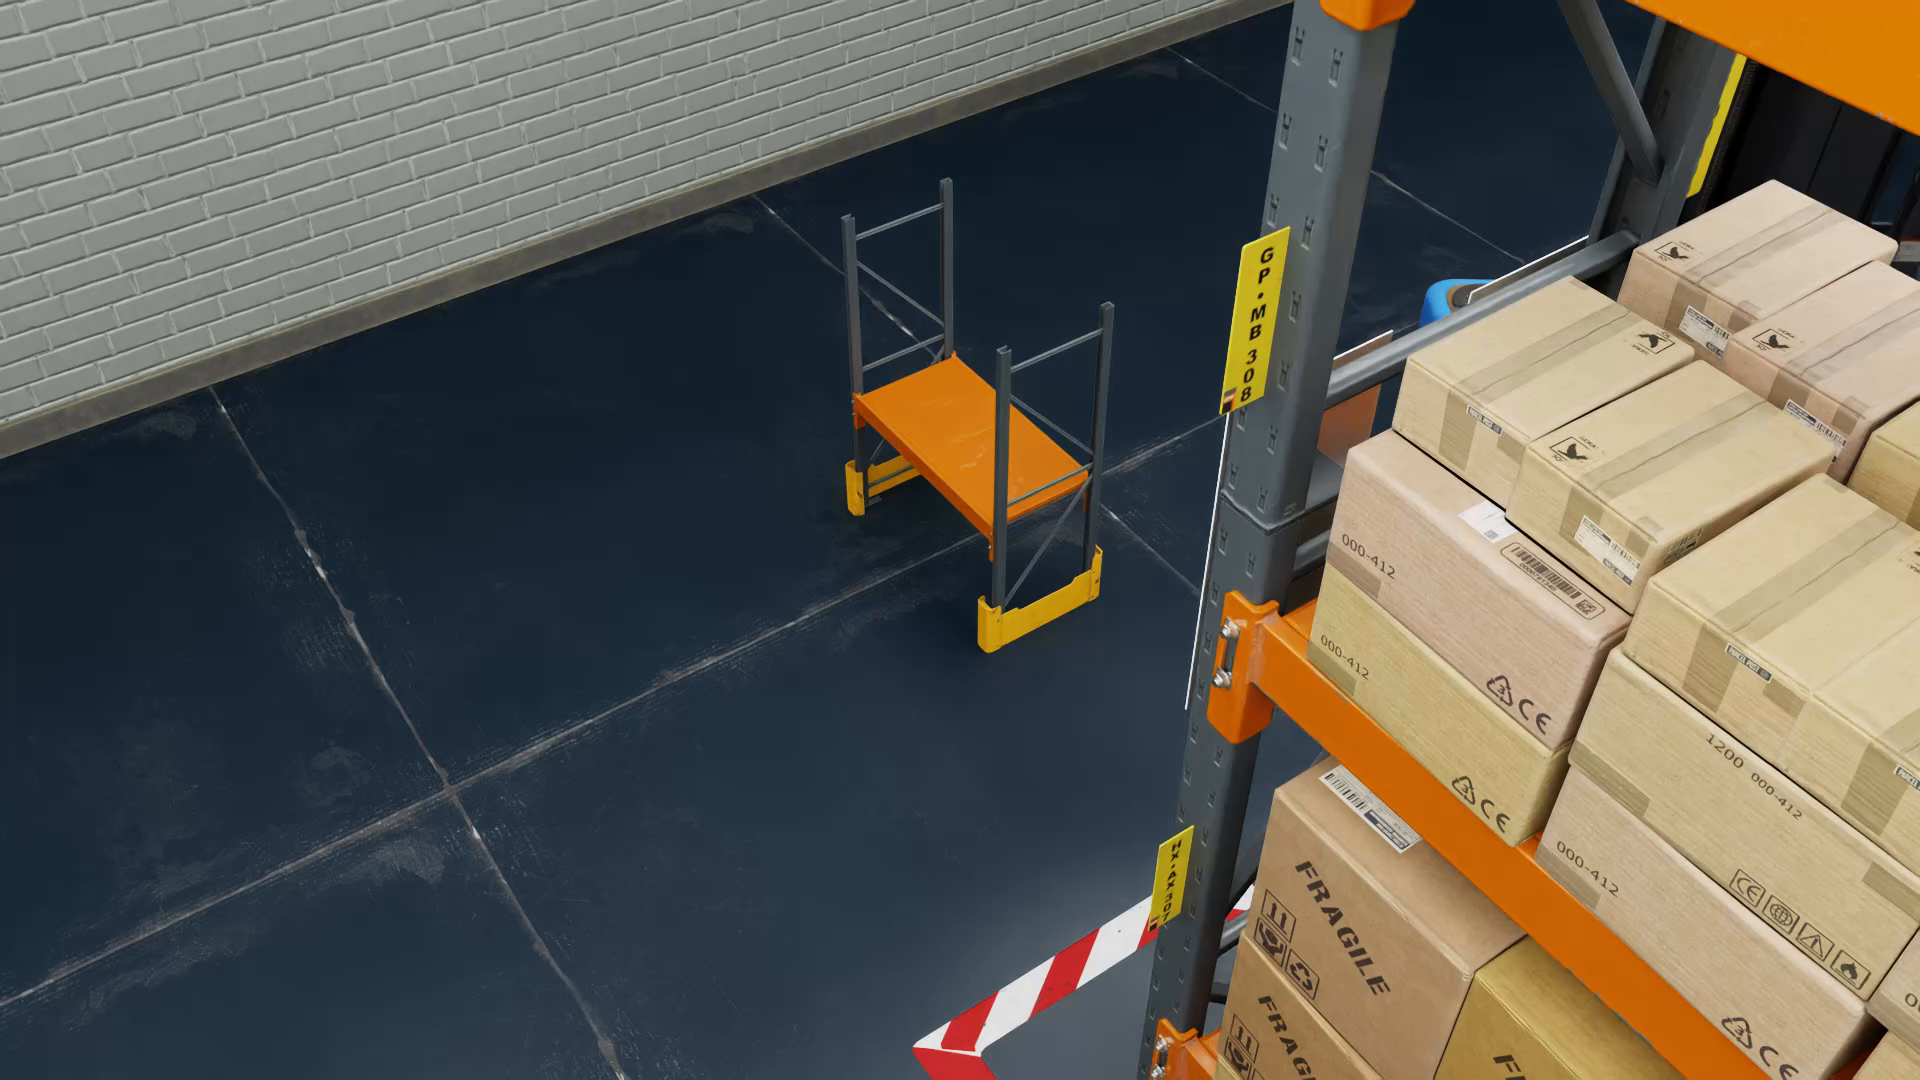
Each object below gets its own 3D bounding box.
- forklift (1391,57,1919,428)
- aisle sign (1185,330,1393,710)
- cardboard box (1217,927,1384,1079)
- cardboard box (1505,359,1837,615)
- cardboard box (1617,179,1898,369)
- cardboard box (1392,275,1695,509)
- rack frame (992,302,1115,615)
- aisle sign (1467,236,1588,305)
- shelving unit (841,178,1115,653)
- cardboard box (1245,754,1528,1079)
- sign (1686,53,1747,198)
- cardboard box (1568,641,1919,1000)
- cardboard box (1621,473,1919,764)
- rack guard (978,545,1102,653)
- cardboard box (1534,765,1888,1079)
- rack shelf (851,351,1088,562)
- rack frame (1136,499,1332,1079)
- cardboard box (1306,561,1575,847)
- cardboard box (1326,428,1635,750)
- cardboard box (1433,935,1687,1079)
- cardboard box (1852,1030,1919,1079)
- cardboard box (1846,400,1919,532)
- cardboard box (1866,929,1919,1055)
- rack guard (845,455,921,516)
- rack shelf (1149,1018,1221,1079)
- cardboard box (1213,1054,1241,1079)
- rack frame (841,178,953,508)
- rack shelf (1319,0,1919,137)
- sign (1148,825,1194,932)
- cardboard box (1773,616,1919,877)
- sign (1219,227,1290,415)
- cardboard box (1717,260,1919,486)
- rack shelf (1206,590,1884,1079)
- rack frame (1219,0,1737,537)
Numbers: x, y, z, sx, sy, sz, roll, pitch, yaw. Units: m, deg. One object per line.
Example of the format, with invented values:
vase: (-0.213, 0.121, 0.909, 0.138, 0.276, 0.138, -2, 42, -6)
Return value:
forklift: (3.396, -0.997, 6.163, 3.031, 2.935, 1.130, 1, 44, 1)
aisle sign: (0.622, -0.017, 3.204, 0.394, 0.787, 0.004, -26, 49, -24)
cardboard box: (0.940, 1.066, 3.665, 0.500, 0.500, 0.500, -23, 48, -23)
cardboard box: (1.040, -0.085, 2.443, 0.380, 0.149, 0.250, -24, 49, -23)
cardboard box: (1.341, -0.438, 2.813, 0.380, 0.149, 0.250, -26, 50, -25)
cardboard box: (0.909, -0.236, 2.602, 0.380, 0.149, 0.250, -26, 49, -25)
rack frame: (0.340, -0.206, 6.371, 0.500, 1.500, 0.032, -26, 49, -24)
aisle sign: (1.114, -0.254, 3.452, 0.394, 0.787, 0.004, -26, 49, -24)
shelving unit: (0.044, -0.499, 6.678, 0.587, 1.500, 1.083, -26, 49, -24)
cardboard box: (0.949, 0.700, 3.324, 0.500, 0.500, 0.500, -26, 49, -25)
sign: (1.377, -0.767, 3.059, 0.100, 0.325, 0.005, -26, 49, -24)
cardboard box: (1.248, 0.281, 2.349, 0.500, 0.250, 0.500, -26, 50, -25)
cardboard box: (1.135, 0.098, 2.252, 0.380, 0.149, 0.250, -26, 49, -24)
rack guard: (0.329, 0.235, 6.814, 0.587, 0.250, 0.087, -26, 49, -24)
cardboard box: (1.255, 0.471, 2.512, 0.500, 0.250, 0.500, -24, 49, -23)
rack shelf: (0.049, -0.364, 6.797, 0.538, 0.185, 1.000, -26, 49, -24)
rack frame: (0.910, 0.846, 4.182, 1.000, 3.000, 0.127, -26, 49, -24)
cardboard box: (0.957, 0.171, 2.826, 0.500, 0.250, 0.500, -24, 49, -23)
cardboard box: (0.954, -0.009, 2.652, 0.500, 0.250, 0.500, -25, 49, -24)
cardboard box: (1.243, 0.983, 3.027, 0.500, 0.500, 0.500, -24, 49, -23)
cardboard box: (1.560, 0.757, 2.212, 0.500, 0.250, 0.500, -27, 50, -26)
cardboard box: (1.550, -0.114, 2.474, 0.380, 0.149, 0.250, -27, 50, -26)
cardboard box: (1.527, 0.572, 2.044, 0.500, 0.250, 0.500, -25, 49, -24)
rack guard: (-0.241, -0.329, 7.405, 0.587, 0.250, 0.087, -26, 49, -24)
rack shelf: (2.054, 2.239, 3.244, 1.077, 0.370, 4.000, -26, 49, -24)
cardboard box: (0.827, 1.250, 3.941, 0.380, 0.149, 0.250, -26, 49, -25)
rack frame: (-0.242, -0.782, 6.974, 0.500, 1.500, 0.032, -26, 49, -24)
rack shelf: (2.054, 0.070, 1.174, 1.077, 0.370, 4.000, -26, 49, -24)
sign: (0.465, 0.747, 3.659, 0.100, 0.325, 0.005, -26, 49, -24)
cardboard box: (1.274, 0.236, 2.107, 0.380, 0.149, 0.250, -25, 49, -24)
sign: (0.465, -0.341, 2.620, 0.100, 0.325, 0.005, -26, 49, -24)
cardboard box: (1.420, -0.268, 2.635, 0.380, 0.149, 0.250, -25, 49, -24)
rack shelf: (2.054, 1.154, 2.209, 1.077, 0.370, 4.000, -26, 49, -24)
rack frame: (0.910, -1.324, 2.111, 1.000, 3.000, 0.127, -26, 49, -24)
